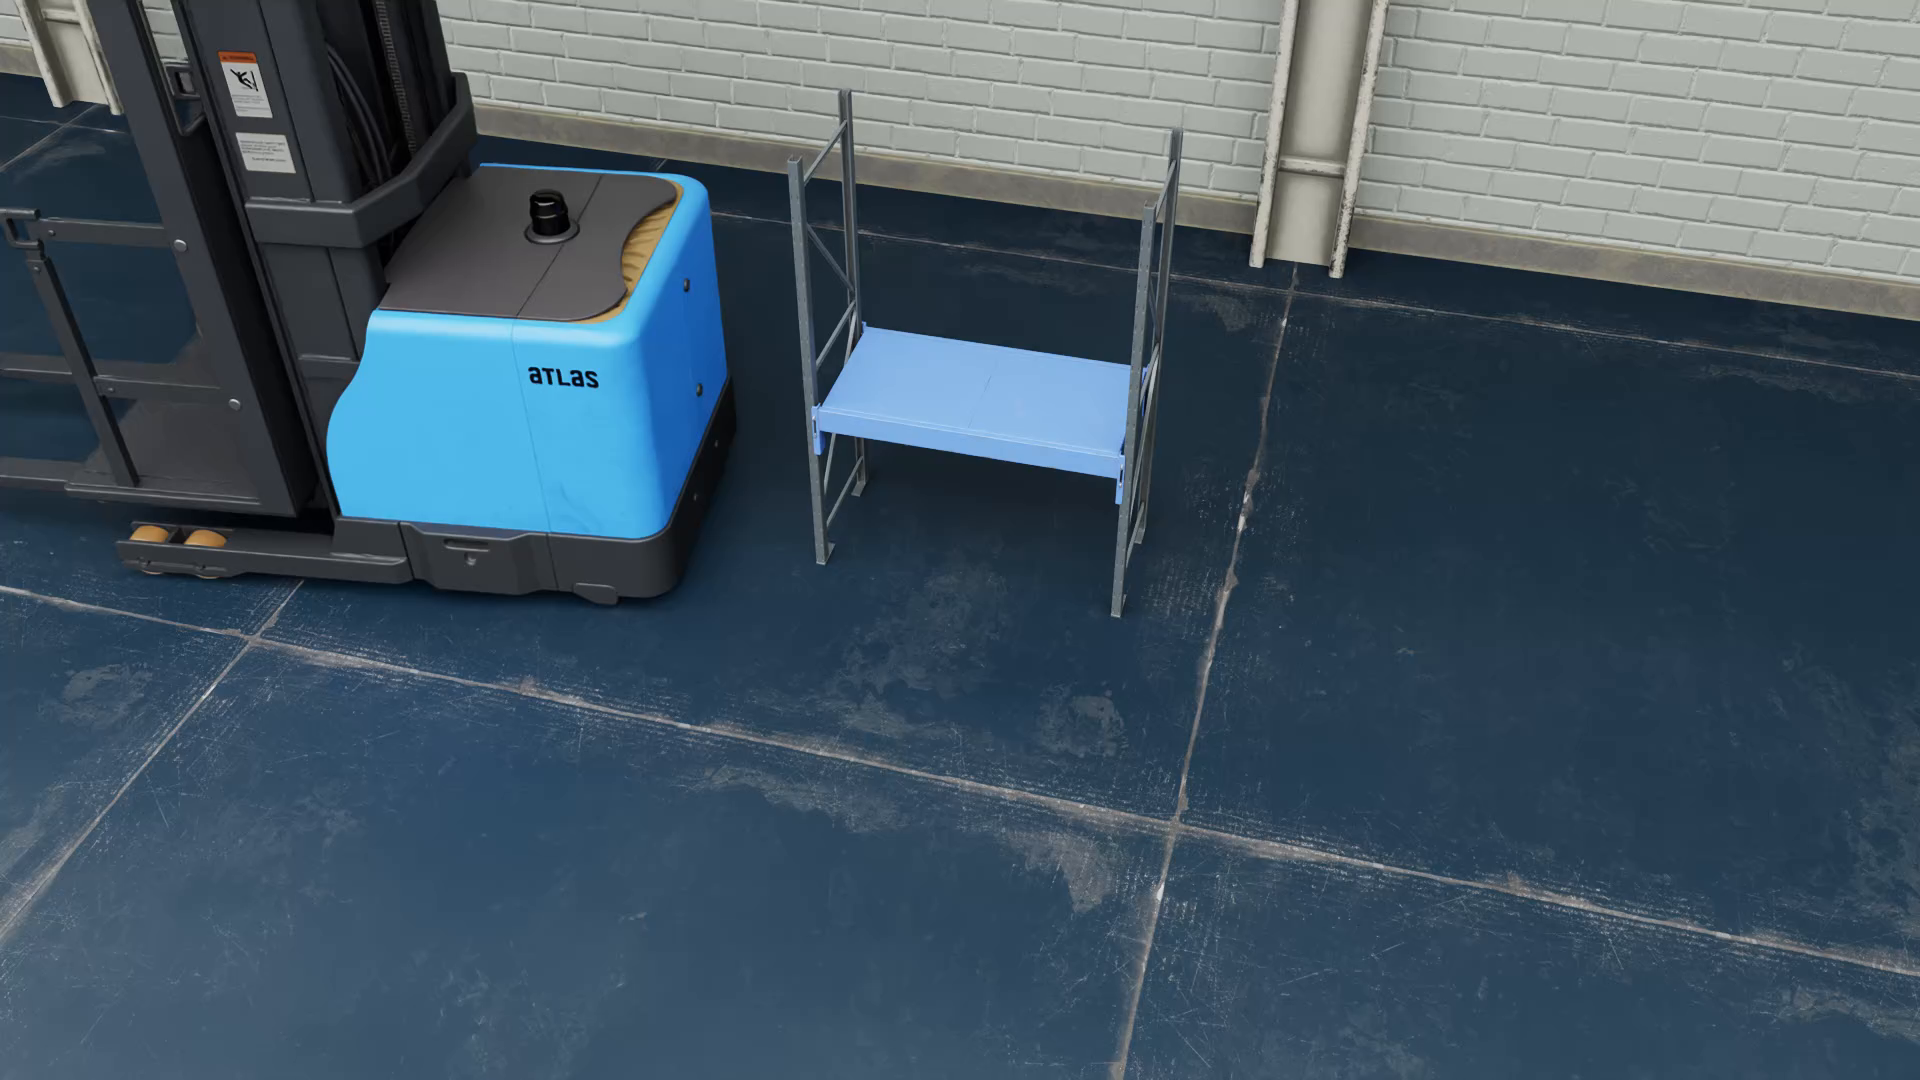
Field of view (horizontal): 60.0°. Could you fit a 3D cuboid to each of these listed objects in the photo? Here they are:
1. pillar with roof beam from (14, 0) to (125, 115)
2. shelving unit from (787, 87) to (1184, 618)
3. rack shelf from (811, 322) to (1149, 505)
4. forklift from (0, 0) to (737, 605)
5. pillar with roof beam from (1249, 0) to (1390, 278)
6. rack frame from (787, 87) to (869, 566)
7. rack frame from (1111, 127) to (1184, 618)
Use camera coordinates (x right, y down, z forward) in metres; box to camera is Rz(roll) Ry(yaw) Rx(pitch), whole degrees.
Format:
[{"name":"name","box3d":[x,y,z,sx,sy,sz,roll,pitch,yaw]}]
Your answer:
[{"name":"pillar with roof beam","box3d":[-5.434,-3.010,2.337,0.400,9.000,9.100,10,41,11]},{"name":"shelving unit","box3d":[0.082,-0.560,5.251,1.048,1.500,0.538,10,41,11]},{"name":"rack shelf","box3d":[0.082,-0.422,5.366,1.000,0.185,0.538,10,41,11]},{"name":"forklift","box3d":[-2.377,-1.323,5.047,3.031,2.935,1.130,5,40,5]},{"name":"pillar with roof beam","box3d":[0.362,-2.013,1.150,0.400,9.000,9.100,10,41,11]},{"name":"rack frame","box3d":[-0.409,-0.645,5.351,0.032,1.500,0.500,10,41,11]},{"name":"rack frame","box3d":[0.573,-0.476,5.150,0.032,1.500,0.500,10,41,11]}]
